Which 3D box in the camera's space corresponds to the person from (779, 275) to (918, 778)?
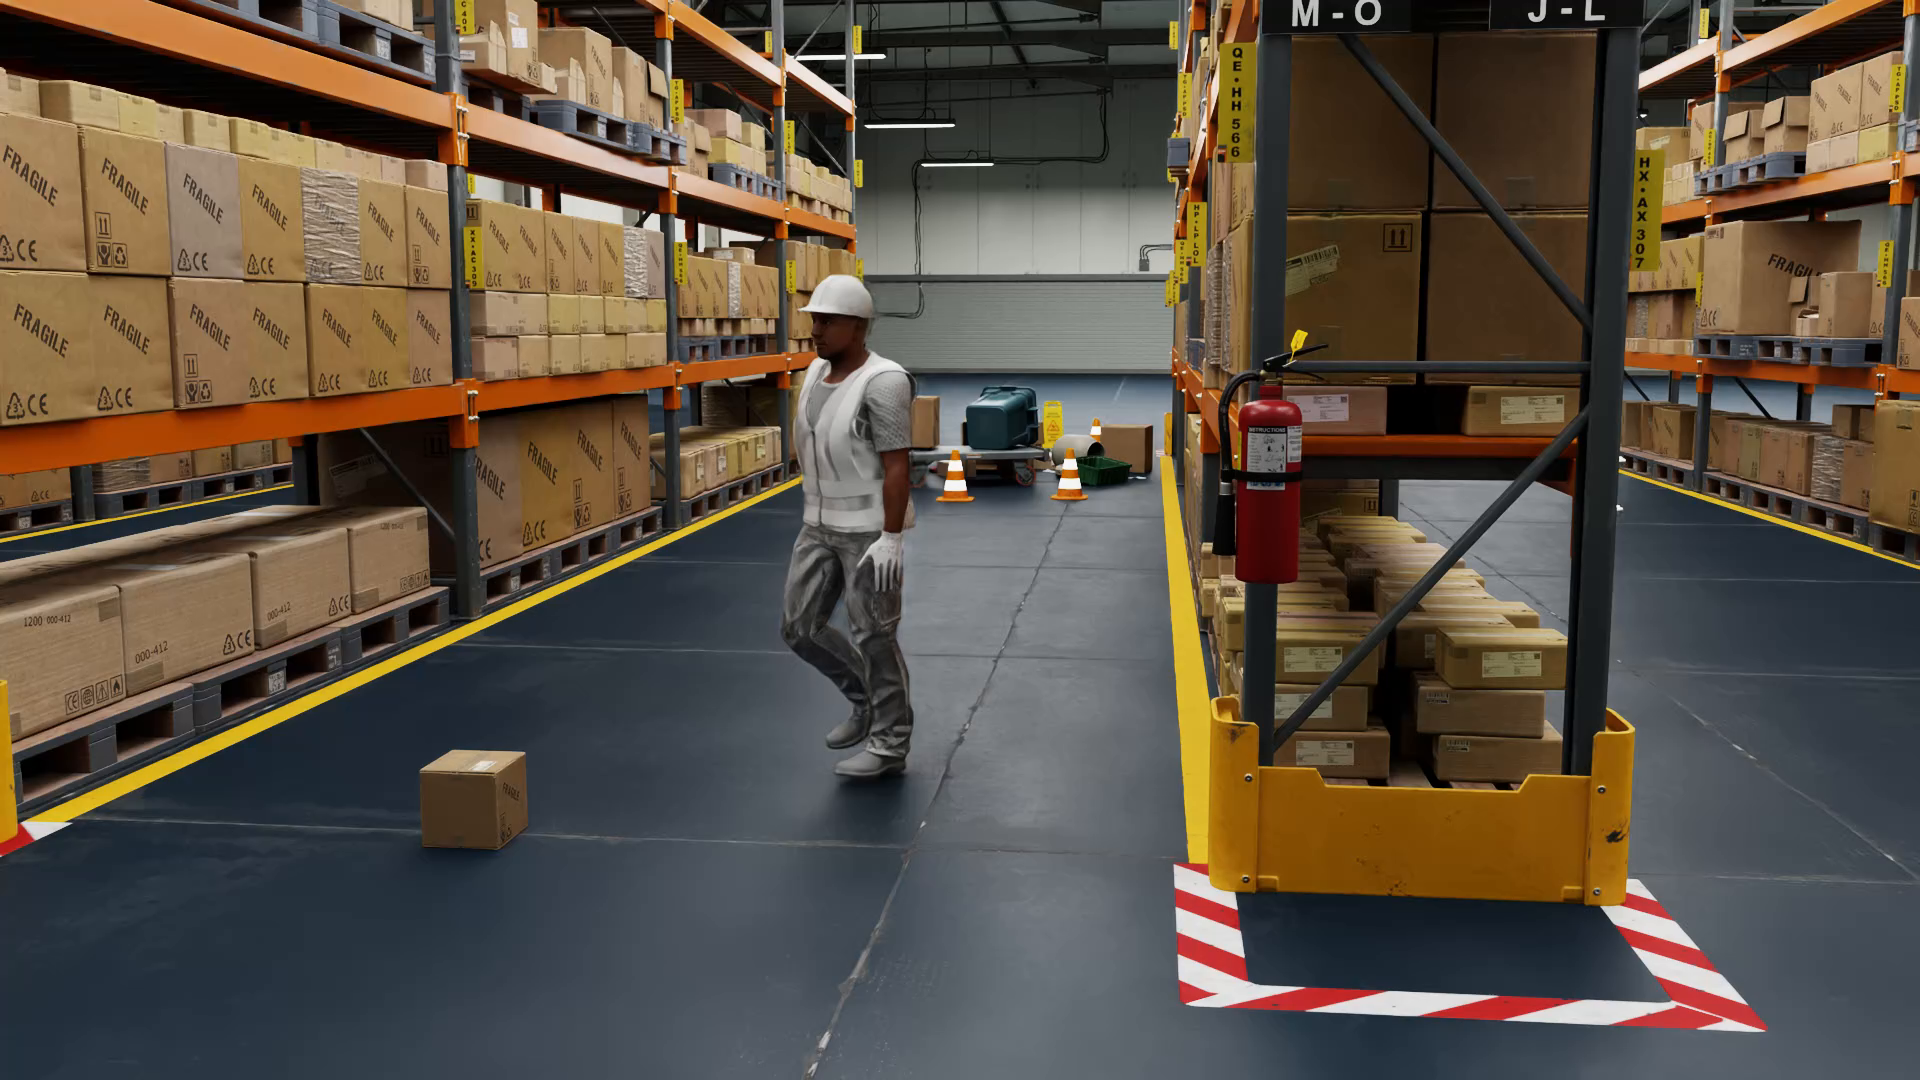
[{"bbox_3d":[-0.361,-0.035,5.848,0.506,1.771,0.592,-7,10,-41],"label":"person"}]
